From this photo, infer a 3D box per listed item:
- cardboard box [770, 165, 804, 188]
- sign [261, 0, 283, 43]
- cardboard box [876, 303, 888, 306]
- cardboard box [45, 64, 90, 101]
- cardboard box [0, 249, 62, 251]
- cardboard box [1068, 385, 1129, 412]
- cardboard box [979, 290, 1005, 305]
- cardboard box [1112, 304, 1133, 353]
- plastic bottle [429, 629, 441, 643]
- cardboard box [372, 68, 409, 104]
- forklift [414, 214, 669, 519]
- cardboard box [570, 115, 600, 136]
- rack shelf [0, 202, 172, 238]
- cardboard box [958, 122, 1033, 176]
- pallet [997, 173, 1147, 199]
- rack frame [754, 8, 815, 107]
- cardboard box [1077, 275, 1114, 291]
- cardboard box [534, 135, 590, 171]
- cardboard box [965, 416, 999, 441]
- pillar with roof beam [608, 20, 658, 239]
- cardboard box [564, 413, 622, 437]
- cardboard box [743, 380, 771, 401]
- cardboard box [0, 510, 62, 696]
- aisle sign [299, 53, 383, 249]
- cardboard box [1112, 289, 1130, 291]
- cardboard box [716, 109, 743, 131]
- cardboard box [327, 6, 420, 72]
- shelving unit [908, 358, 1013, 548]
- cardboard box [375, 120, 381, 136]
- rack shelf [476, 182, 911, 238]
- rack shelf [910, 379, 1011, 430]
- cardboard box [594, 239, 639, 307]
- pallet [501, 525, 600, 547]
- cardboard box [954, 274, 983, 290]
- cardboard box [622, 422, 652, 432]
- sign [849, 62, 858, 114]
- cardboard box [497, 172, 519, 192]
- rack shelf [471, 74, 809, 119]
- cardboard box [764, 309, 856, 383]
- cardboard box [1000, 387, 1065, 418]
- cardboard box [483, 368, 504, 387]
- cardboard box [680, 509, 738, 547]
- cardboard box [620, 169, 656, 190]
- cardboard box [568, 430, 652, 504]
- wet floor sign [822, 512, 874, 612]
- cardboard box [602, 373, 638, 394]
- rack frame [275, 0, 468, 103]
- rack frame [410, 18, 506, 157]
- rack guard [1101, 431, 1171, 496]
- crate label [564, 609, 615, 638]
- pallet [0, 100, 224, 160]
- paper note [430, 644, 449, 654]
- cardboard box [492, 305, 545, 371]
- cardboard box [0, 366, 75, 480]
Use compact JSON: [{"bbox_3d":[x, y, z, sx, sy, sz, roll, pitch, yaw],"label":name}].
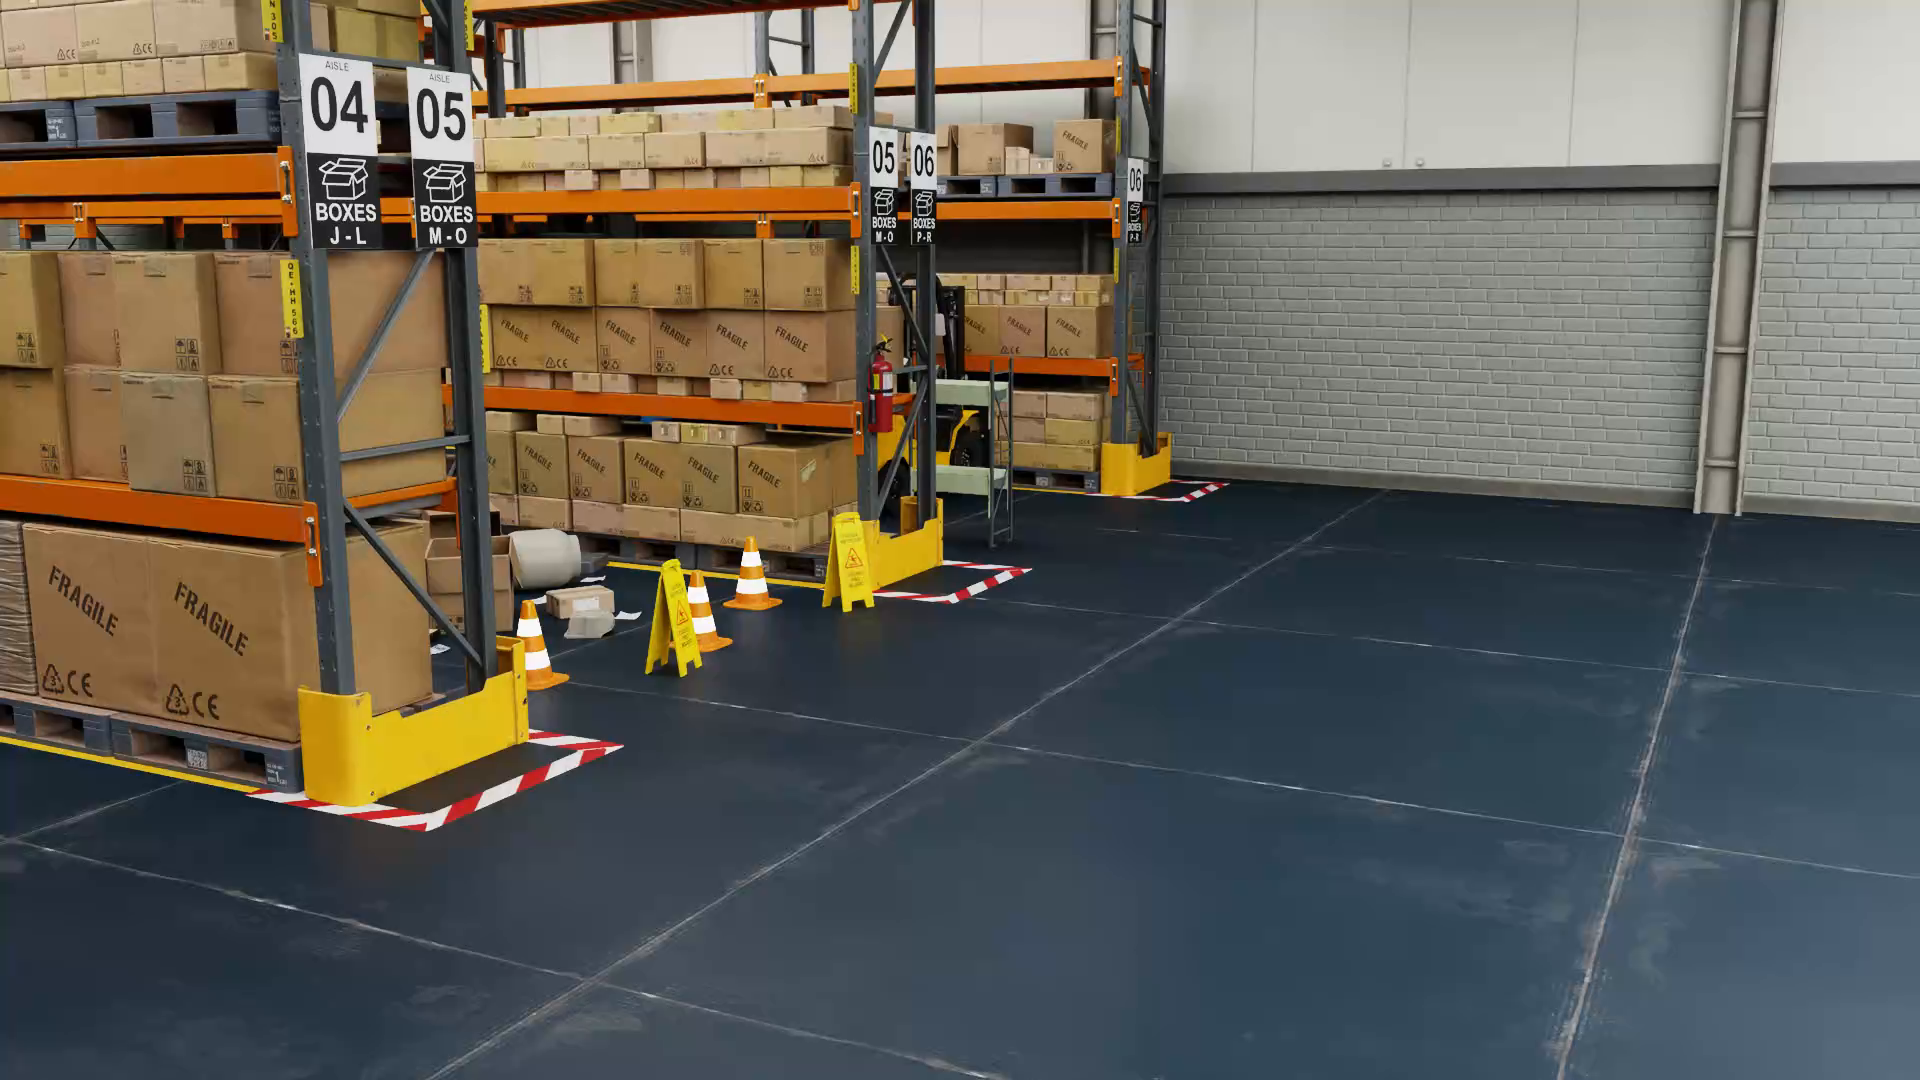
[{"bbox_3d":[-1.134,-2.561,11.742,0.250,0.149,0.380,5,11,26],"label":"cardboard box"},{"bbox_3d":[-2.805,-2.200,6.775,0.005,0.325,0.100,5,11,26],"label":"sign"},{"bbox_3d":[-0.636,-2.214,17.258,0.500,0.500,0.500,5,11,25],"label":"cardboard box"},{"bbox_3d":[-3.914,-2.073,7.584,0.250,0.149,0.380,5,11,25],"label":"cardboard box"},{"bbox_3d":[-4.856,-1.209,8.534,0.550,0.550,0.875,5,11,26],"label":"cardboard box"},{"bbox_3d":[1.393,-1.418,16.875,0.500,0.250,0.500,5,11,25],"label":"cardboard box"},{"bbox_3d":[0.380,-2.435,16.662,0.250,0.149,0.380,5,11,24],"label":"cardboard box"},{"bbox_3d":[1.419,-2.137,16.832,0.500,0.500,0.500,5,12,28],"label":"cardboard box"},{"bbox_3d":[-3.374,0.592,10.290,0.283,0.061,0.133,1,10,6],"label":"plastic bottle"},{"bbox_3d":[-2.718,-2.099,7.728,0.250,0.149,0.380,5,11,26],"label":"cardboard box"},{"bbox_3d":[-3.626,-1.641,14.565,1.130,2.935,3.031,9,14,41],"label":"forklift"},{"bbox_3d":[-2.710,-3.100,12.481,0.250,0.149,0.380,5,11,25],"label":"cardboard box"},{"bbox_3d":[-9.421,-3.121,16.150,4.000,0.370,1.077,5,11,26],"label":"rack shelf"},{"bbox_3d":[0.361,-3.878,16.570,0.500,0.500,0.700,5,11,26],"label":"cardboard box"},{"bbox_3d":[1.117,-3.496,16.452,1.213,0.211,1.003,5,11,26],"label":"pallet"},{"bbox_3d":[-1.847,-5.271,17.588,0.127,3.000,1.000,5,11,26],"label":"rack frame"},{"bbox_3d":[1.326,-2.513,16.257,0.250,0.149,0.380,5,11,26],"label":"cardboard box"},{"bbox_3d":[-2.857,-2.916,12.581,0.500,0.250,0.500,5,11,26],"label":"cardboard box"},{"bbox_3d":[0.248,-1.171,16.914,0.500,0.250,0.500,5,11,25],"label":"cardboard box"},{"bbox_3d":[-5.771,-4.940,15.758,0.400,9.000,9.100,5,11,26],"label":"pillar with roof beam"},{"bbox_3d":[-2.840,-0.898,12.884,0.250,0.149,0.380,6,12,29],"label":"cardboard box"},{"bbox_3d":[-1.380,-1.109,12.138,0.250,0.149,0.380,5,11,25],"label":"cardboard box"},{"bbox_3d":[-4.797,0.242,8.755,0.875,0.875,0.875,5,11,26],"label":"cardboard box"},{"bbox_3d":[-2.622,-1.638,7.059,0.004,0.787,0.394,5,11,26],"label":"aisle sign"},{"bbox_3d":[1.551,-2.441,16.690,0.250,0.149,0.380,5,11,24],"label":"cardboard box"},{"bbox_3d":[-1.543,-3.007,11.967,0.250,0.149,0.380,5,11,26],"label":"cardboard box"},{"bbox_3d":[-2.872,-2.296,7.697,0.500,0.250,0.500,5,11,26],"label":"cardboard box"},{"bbox_3d":[0.006,-0.737,13.594,0.755,1.500,0.431,5,11,26],"label":"shelving unit"},{"bbox_3d":[-4.616,-3.406,13.544,0.500,0.250,0.500,5,12,27],"label":"cardboard box"},{"bbox_3d":[-2.247,-2.491,12.666,4.000,0.370,1.077,5,11,26],"label":"rack shelf"},{"bbox_3d":[0.006,-1.122,13.524,0.720,0.370,0.431,5,11,26],"label":"rack shelf"},{"bbox_3d":[-2.347,-2.030,12.602,0.500,0.500,0.700,5,11,25],"label":"cardboard box"},{"bbox_3d":[-3.422,-0.107,13.727,1.213,0.211,1.003,5,11,26],"label":"pallet"},{"bbox_3d":[0.137,-2.598,16.724,0.250,0.149,0.380,5,12,27],"label":"cardboard box"},{"bbox_3d":[-2.476,-0.665,13.419,0.500,0.500,0.500,6,12,29],"label":"cardboard box"},{"bbox_3d":[-0.717,-3.036,11.172,0.005,0.325,0.100,5,11,26],"label":"sign"},{"bbox_3d":[-3.388,-2.783,12.970,0.250,0.149,0.380,5,11,26],"label":"cardboard box"},{"bbox_3d":[-3.641,-4.878,18.558,4.000,0.370,1.077,5,11,26],"label":"rack shelf"},{"bbox_3d":[-1.062,-1.405,11.956,0.500,0.500,0.500,5,11,25],"label":"cardboard box"},{"bbox_3d":[0.728,-1.375,16.641,0.500,0.250,0.500,5,12,27],"label":"cardboard box"},{"bbox_3d":[-3.650,-1.315,13.278,0.250,0.149,0.380,5,12,27],"label":"cardboard box"},{"bbox_3d":[-1.758,-0.127,12.553,0.500,0.250,0.500,5,11,26],"label":"cardboard box"},{"bbox_3d":[-2.294,-2.661,12.292,0.250,0.149,0.380,5,11,25],"label":"cardboard box"},{"bbox_3d":[-2.681,-0.578,12.936,0.500,0.500,0.500,6,12,29],"label":"cardboard box"},{"bbox_3d":[-0.756,0.133,11.181,0.267,0.644,0.232,-10,14,-43],"label":"wet floor sign"},{"bbox_3d":[-2.518,-1.209,12.692,0.250,0.149,0.380,5,11,26],"label":"cardboard box"},{"bbox_3d":[-2.553,-3.364,7.052,0.127,3.000,1.000,5,11,26],"label":"rack frame"},{"bbox_3d":[-4.040,-4.478,13.206,0.127,3.000,1.000,5,11,26],"label":"rack frame"},{"bbox_3d":[1.762,-0.772,16.593,0.348,0.500,1.175,5,11,26],"label":"rack guard"},{"bbox_3d":[-2.328,0.522,10.462,0.298,0.136,0.250,-1,10,-4],"label":"crate label"},{"bbox_3d":[-4.321,-1.998,8.171,1.213,0.211,1.003,5,11,26],"label":"pallet"},{"bbox_3d":[-3.170,0.658,10.014,0.144,0.017,0.142,-10,14,-43],"label":"paper note"},{"bbox_3d":[-3.308,-1.607,13.069,0.500,0.500,0.500,5,11,26],"label":"cardboard box"},{"bbox_3d":[-4.349,-0.647,8.464,0.500,0.550,0.875,5,11,26],"label":"cardboard box"}]
